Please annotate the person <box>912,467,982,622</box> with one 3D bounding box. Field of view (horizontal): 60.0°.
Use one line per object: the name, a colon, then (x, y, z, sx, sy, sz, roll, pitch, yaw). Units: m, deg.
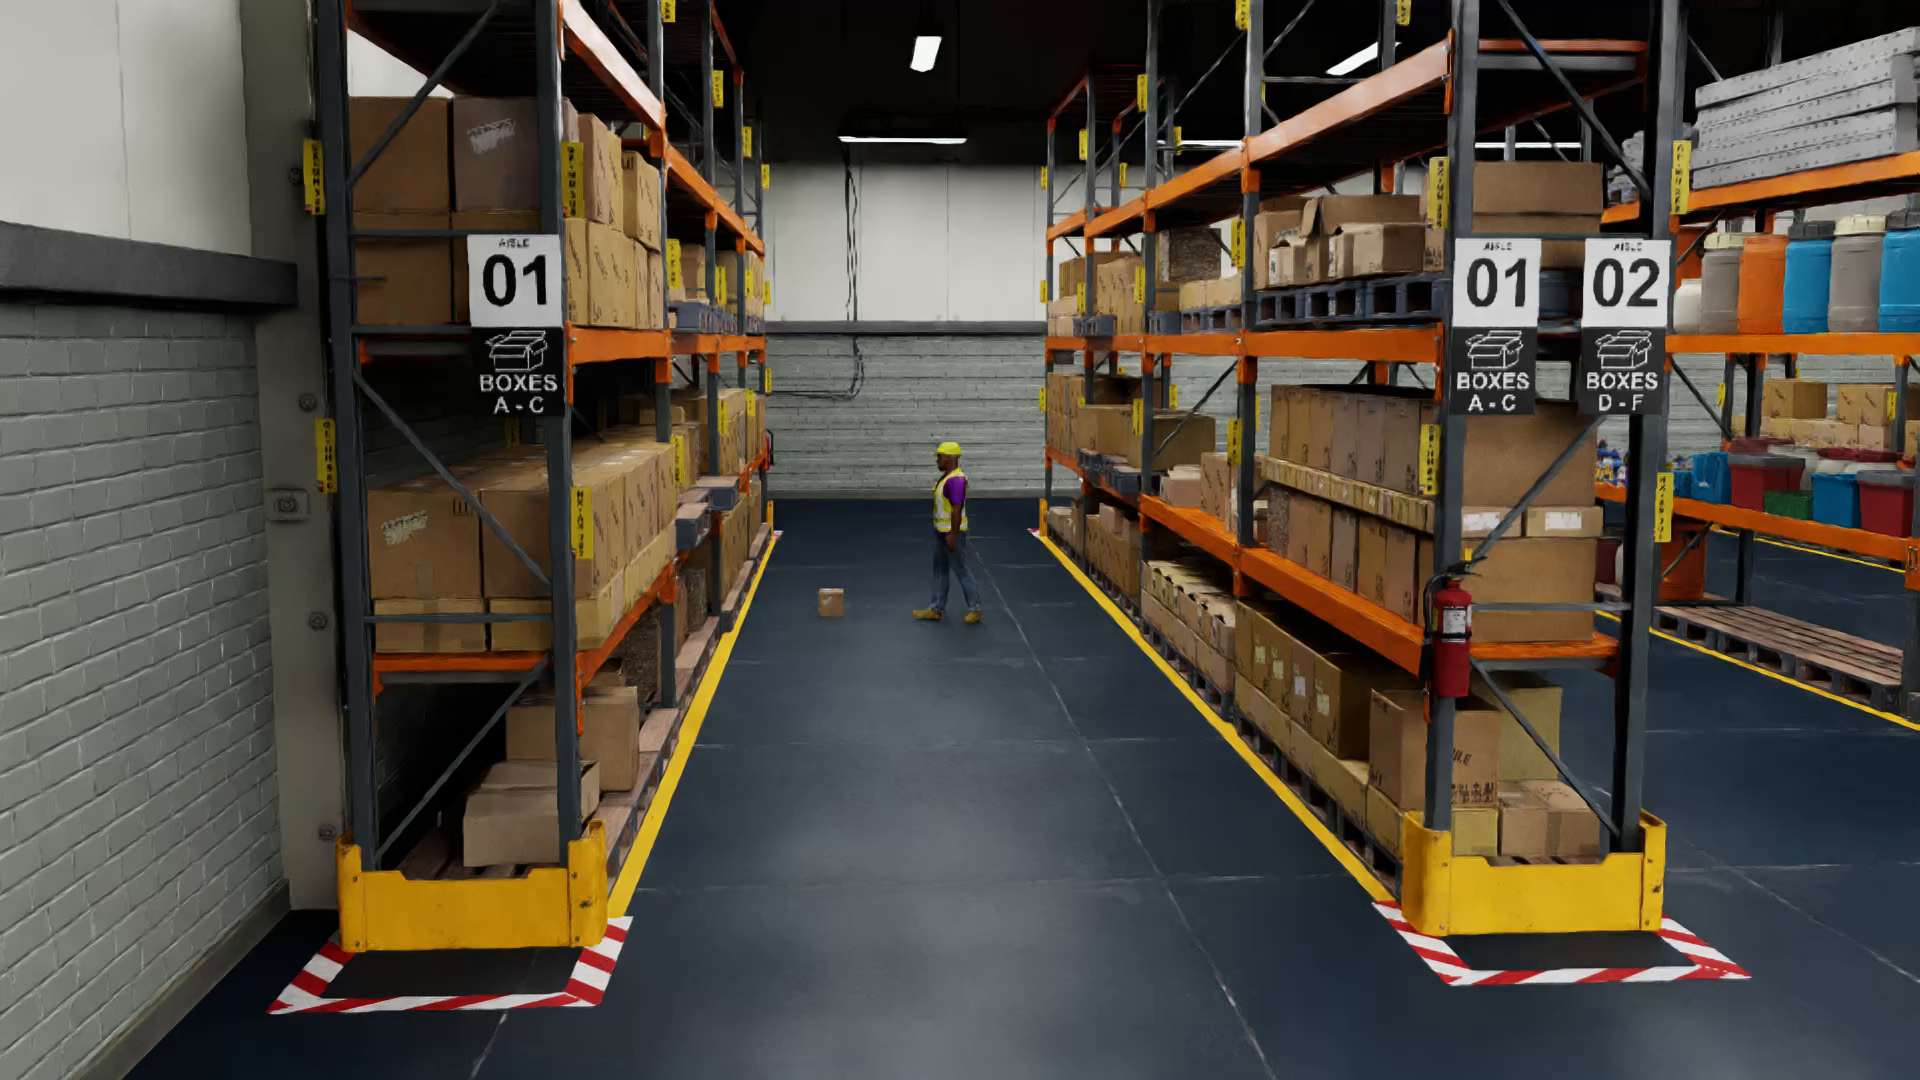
person: (8.481, -0.337, 12.420, 15.738, 3.191, 11.725, -2, 7, -13)
